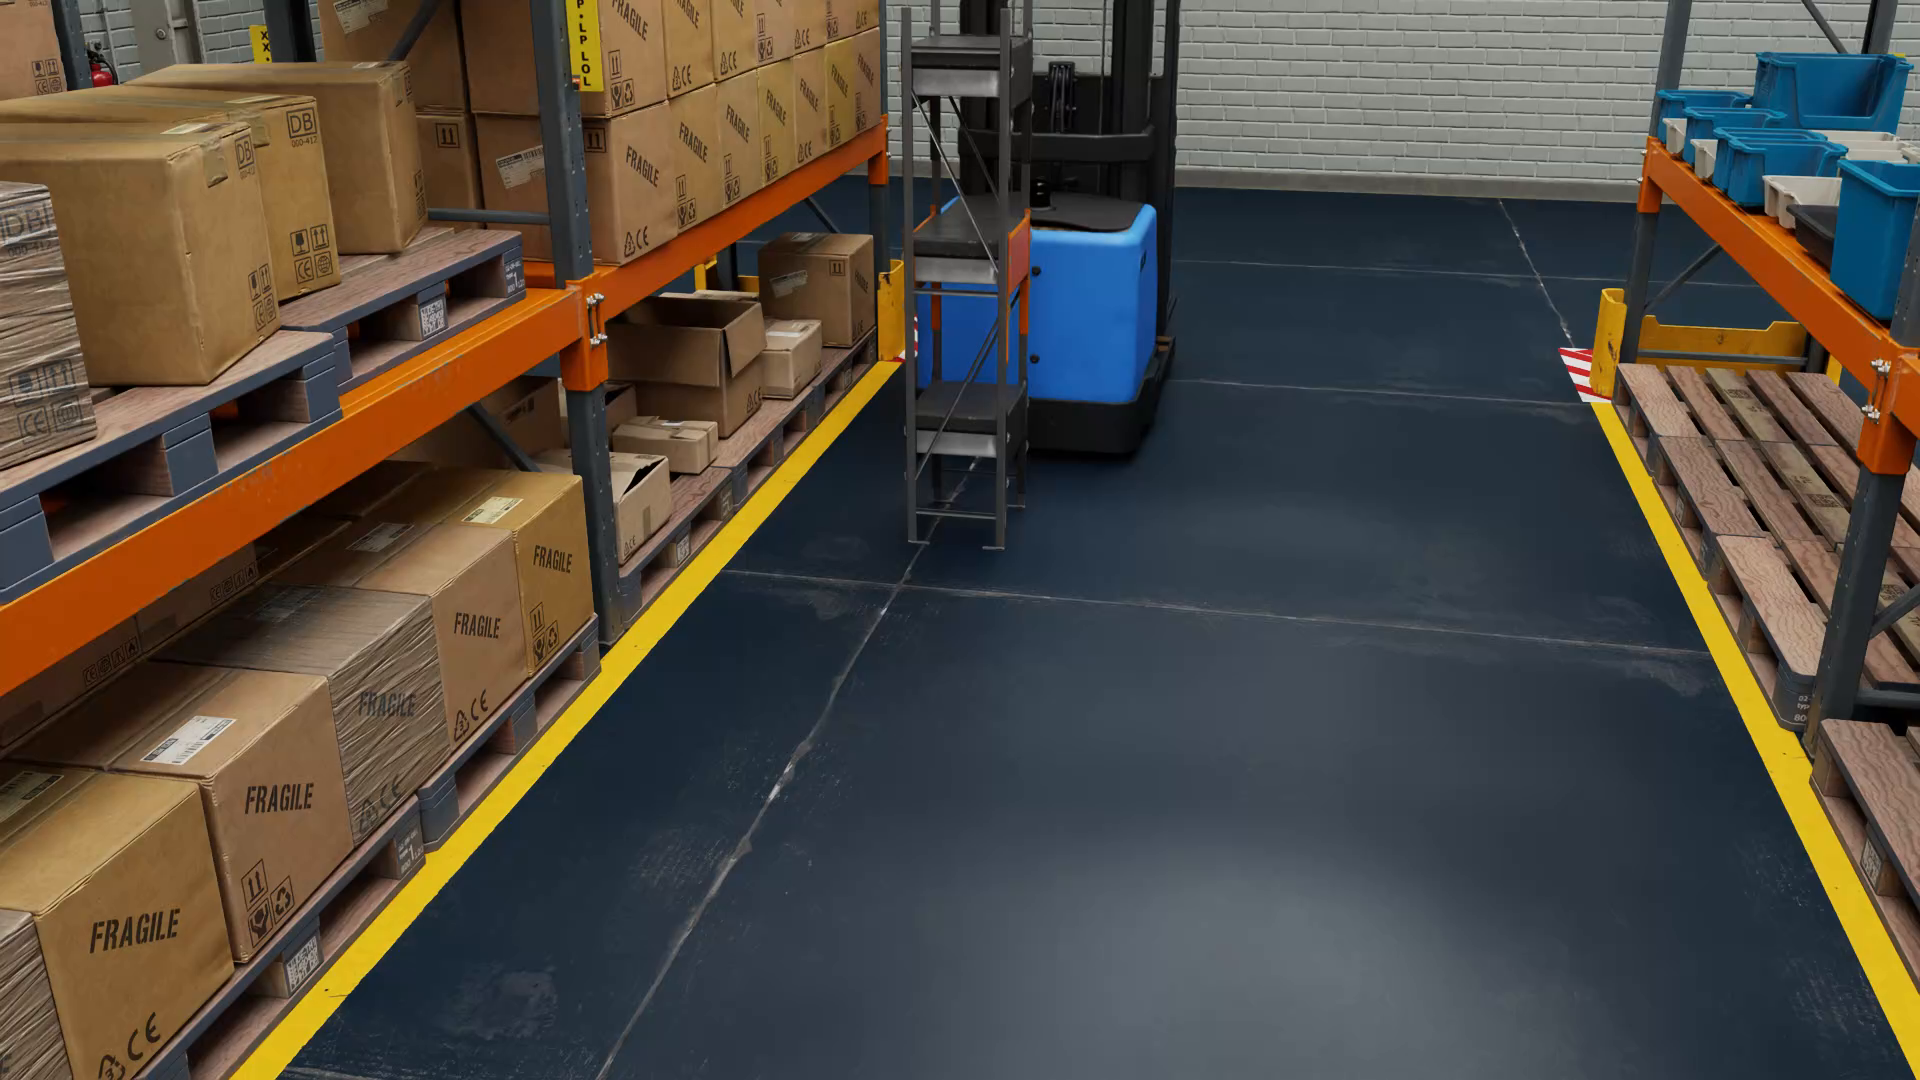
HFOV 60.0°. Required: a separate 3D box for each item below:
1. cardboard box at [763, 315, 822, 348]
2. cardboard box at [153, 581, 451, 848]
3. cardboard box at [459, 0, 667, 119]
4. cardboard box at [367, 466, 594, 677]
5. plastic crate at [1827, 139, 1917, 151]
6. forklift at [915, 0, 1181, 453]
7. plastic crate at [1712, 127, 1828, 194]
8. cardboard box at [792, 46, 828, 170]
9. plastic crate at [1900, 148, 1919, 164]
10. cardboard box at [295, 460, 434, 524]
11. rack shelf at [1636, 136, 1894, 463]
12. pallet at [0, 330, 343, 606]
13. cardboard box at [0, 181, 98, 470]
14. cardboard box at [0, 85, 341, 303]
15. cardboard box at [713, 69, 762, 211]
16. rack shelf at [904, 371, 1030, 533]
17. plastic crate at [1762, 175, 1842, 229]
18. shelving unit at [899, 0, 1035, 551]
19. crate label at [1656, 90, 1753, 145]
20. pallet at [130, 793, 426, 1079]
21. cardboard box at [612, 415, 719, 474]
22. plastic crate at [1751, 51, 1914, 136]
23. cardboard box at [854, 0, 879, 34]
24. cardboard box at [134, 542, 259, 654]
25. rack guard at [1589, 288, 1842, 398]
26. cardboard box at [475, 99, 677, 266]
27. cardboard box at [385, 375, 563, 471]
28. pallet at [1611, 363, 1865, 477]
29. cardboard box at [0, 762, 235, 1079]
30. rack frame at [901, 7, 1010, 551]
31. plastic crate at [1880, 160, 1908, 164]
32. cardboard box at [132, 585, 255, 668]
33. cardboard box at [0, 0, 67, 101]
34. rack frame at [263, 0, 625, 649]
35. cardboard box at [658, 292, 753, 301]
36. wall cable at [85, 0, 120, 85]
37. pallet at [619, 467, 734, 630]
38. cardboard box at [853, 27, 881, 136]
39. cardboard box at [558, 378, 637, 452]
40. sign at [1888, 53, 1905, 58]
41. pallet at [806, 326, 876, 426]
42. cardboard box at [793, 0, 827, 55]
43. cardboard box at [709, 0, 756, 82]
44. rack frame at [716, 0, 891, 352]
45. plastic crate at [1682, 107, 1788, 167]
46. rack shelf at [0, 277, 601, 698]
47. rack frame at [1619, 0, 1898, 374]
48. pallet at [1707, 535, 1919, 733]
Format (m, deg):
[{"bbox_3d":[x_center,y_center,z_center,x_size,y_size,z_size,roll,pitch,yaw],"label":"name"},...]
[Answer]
[{"bbox_3d":[-0.937,-1.061,8.676,0.380,0.166,0.250,4,22,11],"label":"cardboard box"},{"bbox_3d":[-1.745,0.454,4.468,0.500,0.500,0.500,5,22,12],"label":"cardboard box"},{"bbox_3d":[-1.341,-1.728,5.657,0.500,0.500,0.500,5,22,12],"label":"cardboard box"},{"bbox_3d":[-1.533,0.091,5.370,0.500,0.500,0.500,4,22,11],"label":"cardboard box"},{"bbox_3d":[3.889,-1.639,7.182,0.396,0.136,0.243,4,22,11],"label":"plastic crate"},{"bbox_3d":[0.590,-2.276,8.583,1.130,2.935,3.031,4,22,11],"label":"forklift"},{"bbox_3d":[3.310,-1.554,6.842,0.416,0.233,0.300,4,22,11],"label":"plastic crate"},{"bbox_3d":[-0.931,-2.020,7.719,0.500,0.500,0.500,5,22,11],"label":"cardboard box"},{"bbox_3d":[3.628,-1.205,5.909,0.437,0.282,0.530,4,22,11],"label":"plastic crate"},{"bbox_3d":[-2.050,0.047,5.479,0.500,0.500,0.500,3,22,8],"label":"cardboard box"},{"bbox_3d":[3.544,-1.086,6.497,1.077,0.370,4.000,4,22,11],"label":"rack shelf"},{"bbox_3d":[-2.137,-0.227,3.658,1.003,0.211,1.213,4,22,11],"label":"pallet"},{"bbox_3d":[-2.137,-0.404,3.146,0.700,0.500,0.500,9,24,21],"label":"cardboard box"},{"bbox_3d":[-2.107,-0.896,4.366,0.700,0.500,0.500,8,23,19],"label":"cardboard box"},{"bbox_3d":[-1.136,-1.649,6.800,0.500,0.500,0.500,4,22,11],"label":"cardboard box"},{"bbox_3d":[0.034,-0.373,6.878,0.431,0.518,0.480,4,22,11],"label":"rack shelf"},{"bbox_3d":[3.197,-1.253,6.223,0.293,0.136,0.466,4,22,11],"label":"plastic crate"},{"bbox_3d":[0.034,-1.035,6.612,0.431,2.100,0.503,4,22,11],"label":"shelving unit"},{"bbox_3d":[3.579,-2.036,8.037,0.416,0.233,0.303,4,22,11],"label":"crate label"},{"bbox_3d":[-2.088,0.974,4.152,1.003,0.211,1.213,4,22,11],"label":"pallet"},{"bbox_3d":[-1.249,-0.411,7.062,0.380,0.166,0.250,4,22,11],"label":"cardboard box"},{"bbox_3d":[4.066,-2.058,7.822,0.616,0.435,0.499,4,22,11],"label":"plastic crate"},{"bbox_3d":[-0.718,-2.856,8.458,0.500,0.500,0.500,4,22,10],"label":"cardboard box"},{"bbox_3d":[-2.254,0.065,4.431,0.500,0.250,0.500,5,22,11],"label":"cardboard box"},{"bbox_3d":[3.944,-1.001,8.670,1.175,0.500,0.348,4,22,11],"label":"rack guard"},{"bbox_3d":[-1.342,-1.279,5.880,0.500,0.500,0.500,5,22,12],"label":"cardboard box"},{"bbox_3d":[-1.874,-0.342,6.444,0.500,0.500,0.500,4,22,11],"label":"cardboard box"},{"bbox_3d":[3.746,-0.559,7.958,1.003,0.211,1.213,4,22,11],"label":"pallet"},{"bbox_3d":[-1.948,0.832,3.530,0.500,0.500,0.500,4,22,10],"label":"cardboard box"},{"bbox_3d":[-0.016,-0.945,6.390,0.400,2.100,0.015,4,22,11],"label":"rack frame"},{"bbox_3d":[3.814,-1.426,6.652,0.298,0.136,0.250,4,22,11],"label":"plastic crate"},{"bbox_3d":[-2.257,0.425,4.540,0.500,0.500,0.500,5,22,12],"label":"cardboard box"},{"bbox_3d":[-5.841,-2.858,9.533,0.980,0.700,0.700,5,23,13],"label":"cardboard box"},{"bbox_3d":[-1.713,-1.067,5.488,1.000,3.000,0.127,4,22,11],"label":"rack frame"},{"bbox_3d":[-1.387,-1.098,8.657,0.500,0.250,0.500,4,22,11],"label":"cardboard box"},{"bbox_3d":[-6.412,-3.918,11.206,0.084,1.984,1.851,4,22,11],"label":"wall cable"},{"bbox_3d":[-1.572,-0.024,6.632,1.003,0.211,1.213,4,22,11],"label":"pallet"},{"bbox_3d":[-0.721,-2.392,8.643,0.500,0.500,0.500,5,23,13],"label":"cardboard box"},{"bbox_3d":[-1.721,-0.528,7.160,0.500,0.311,0.500,4,22,11],"label":"cardboard box"},{"bbox_3d":[4.494,-2.191,8.059,0.100,0.325,0.005,4,22,11],"label":"sign"},{"bbox_3d":[-1.074,-0.917,8.848,1.003,0.211,1.213,4,22,11],"label":"pallet"},{"bbox_3d":[-0.922,-2.482,7.528,0.500,0.500,0.500,5,22,12],"label":"cardboard box"},{"bbox_3d":[-1.131,-2.105,6.592,0.500,0.500,0.500,4,22,9],"label":"cardboard box"},{"bbox_3d":[-0.897,-2.530,9.120,1.000,3.000,0.127,4,22,11],"label":"rack frame"},{"bbox_3d":[3.445,-1.795,7.439,0.416,0.233,0.300,4,22,11],"label":"plastic crate"},{"bbox_3d":[-2.121,-0.002,3.806,1.077,0.370,4.000,4,22,11],"label":"rack shelf"},{"bbox_3d":[3.952,-2.151,8.179,1.000,3.000,0.127,4,22,11],"label":"rack frame"},{"bbox_3d":[3.248,0.334,5.743,1.003,0.211,1.213,4,22,11],"label":"pallet"}]
